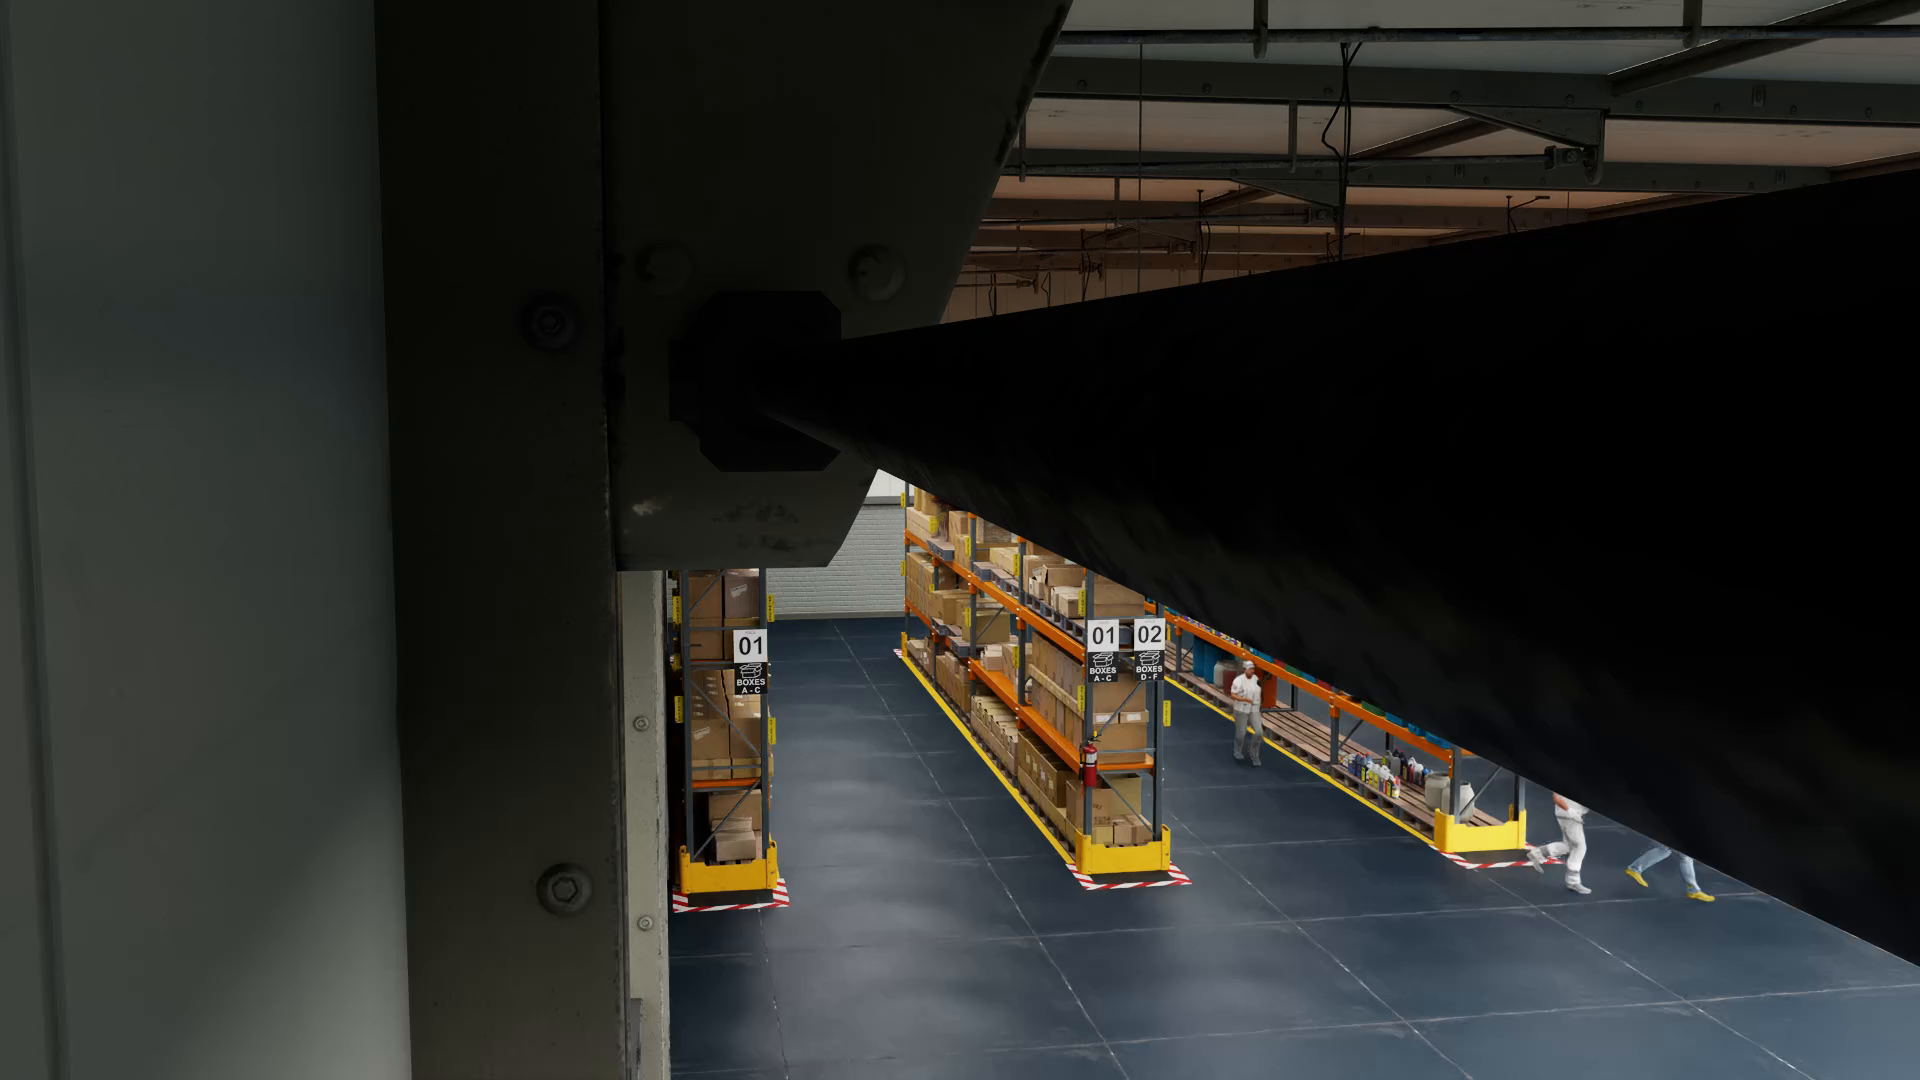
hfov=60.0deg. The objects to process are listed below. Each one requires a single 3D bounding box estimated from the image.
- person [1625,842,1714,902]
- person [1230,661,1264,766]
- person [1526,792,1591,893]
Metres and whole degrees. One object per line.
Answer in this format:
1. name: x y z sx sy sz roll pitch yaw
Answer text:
1. person: 8.484 3.371 19.810 0.988 1.753 0.701 2 6 20
2. person: 4.585 2.773 26.571 0.592 1.718 0.725 -1 6 -12
3. person: 7.327 3.357 20.263 0.778 1.785 0.667 3 7 29
